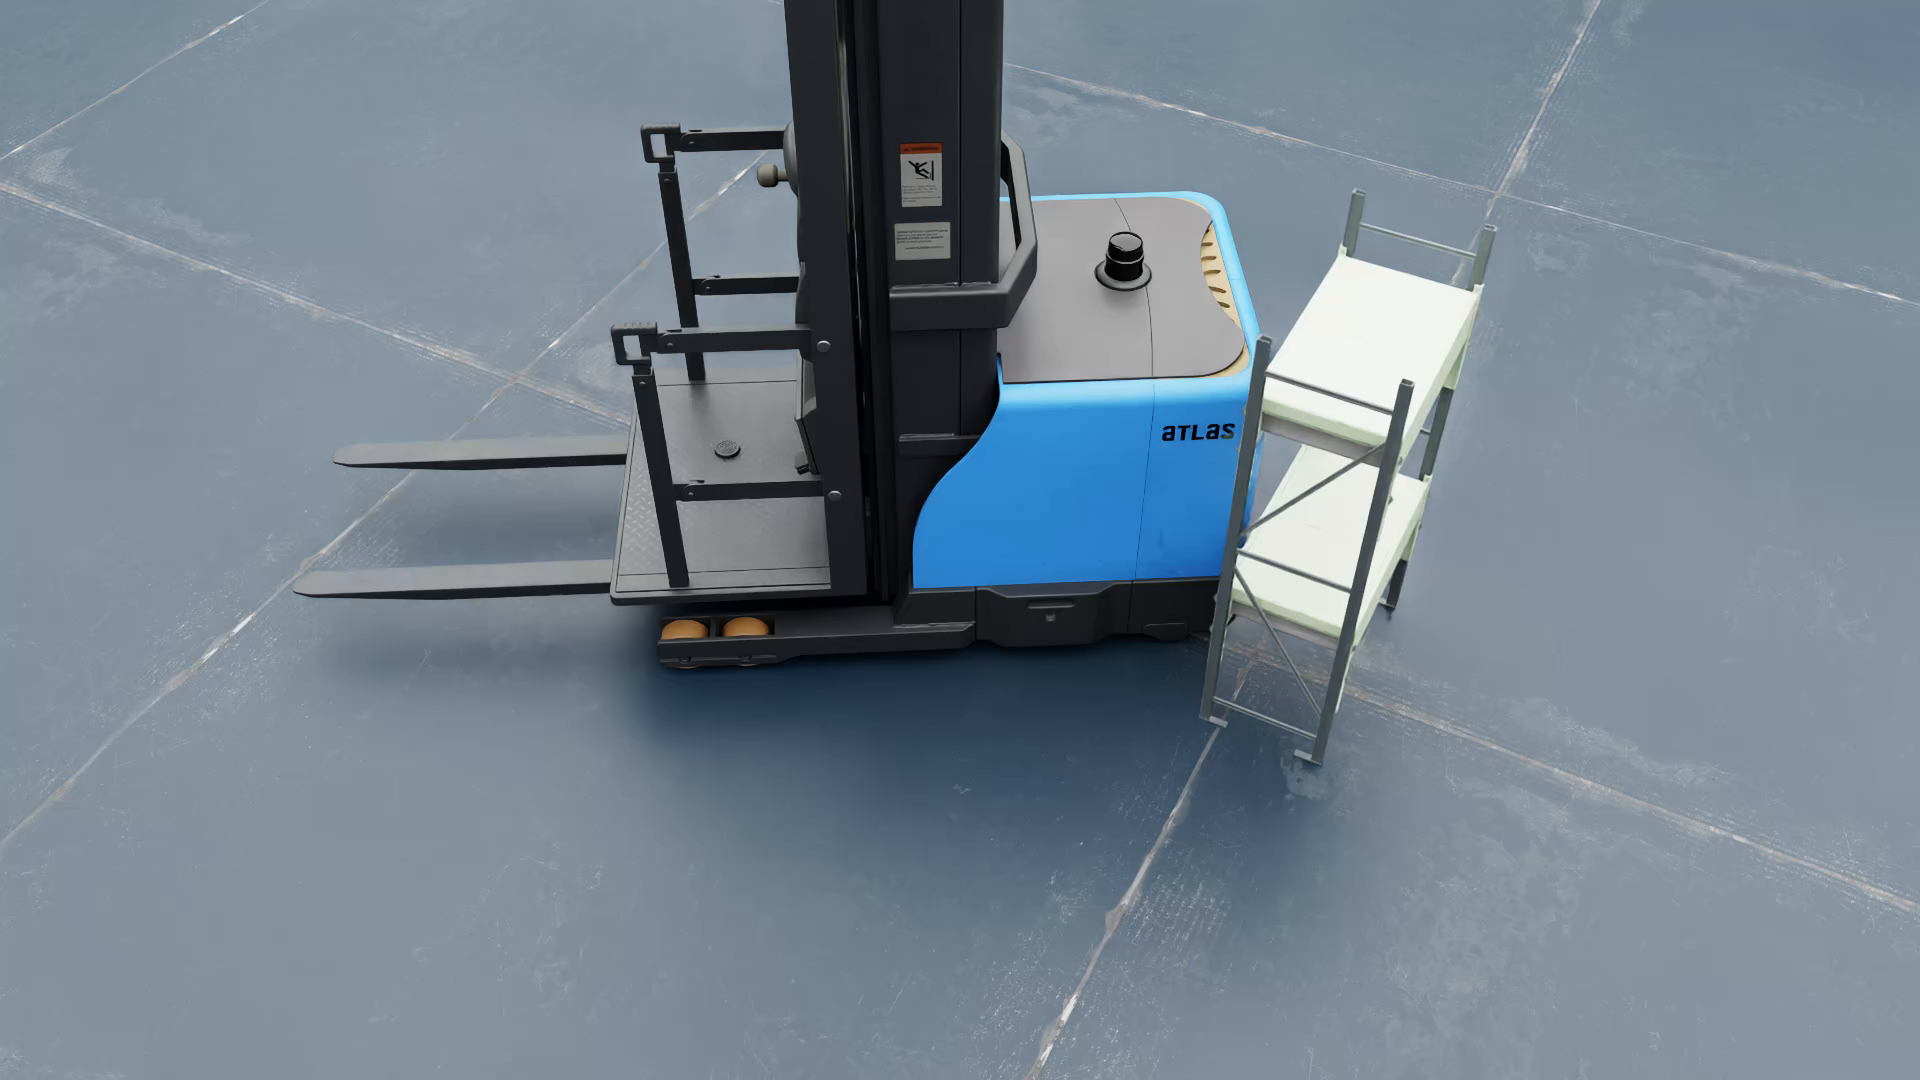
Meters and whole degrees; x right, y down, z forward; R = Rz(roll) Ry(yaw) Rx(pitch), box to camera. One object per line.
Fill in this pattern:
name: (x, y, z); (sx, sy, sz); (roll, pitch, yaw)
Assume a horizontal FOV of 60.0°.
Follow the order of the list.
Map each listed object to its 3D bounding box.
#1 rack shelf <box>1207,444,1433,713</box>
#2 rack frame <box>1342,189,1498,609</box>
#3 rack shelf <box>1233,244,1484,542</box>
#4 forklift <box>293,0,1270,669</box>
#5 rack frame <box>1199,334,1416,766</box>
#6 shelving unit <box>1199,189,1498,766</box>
rack shelf: (1.098, 0.088, 5.065); (0.431, 0.370, 0.720); (21, 49, 20)
rack frame: (1.268, -0.371, 5.060); (0.400, 1.500, 0.023); (21, 49, 20)
rack shelf: (1.094, -0.417, 4.557); (0.431, 0.370, 0.720); (21, 49, 20)
forklift: (-0.625, -1.006, 4.683); (3.031, 2.935, 1.130); (-2, 45, -2)
rack frame: (0.924, 0.088, 4.606); (0.400, 1.500, 0.023); (21, 49, 20)
shelving unit: (1.096, -0.142, 4.833); (0.431, 1.500, 0.755); (21, 49, 20)
